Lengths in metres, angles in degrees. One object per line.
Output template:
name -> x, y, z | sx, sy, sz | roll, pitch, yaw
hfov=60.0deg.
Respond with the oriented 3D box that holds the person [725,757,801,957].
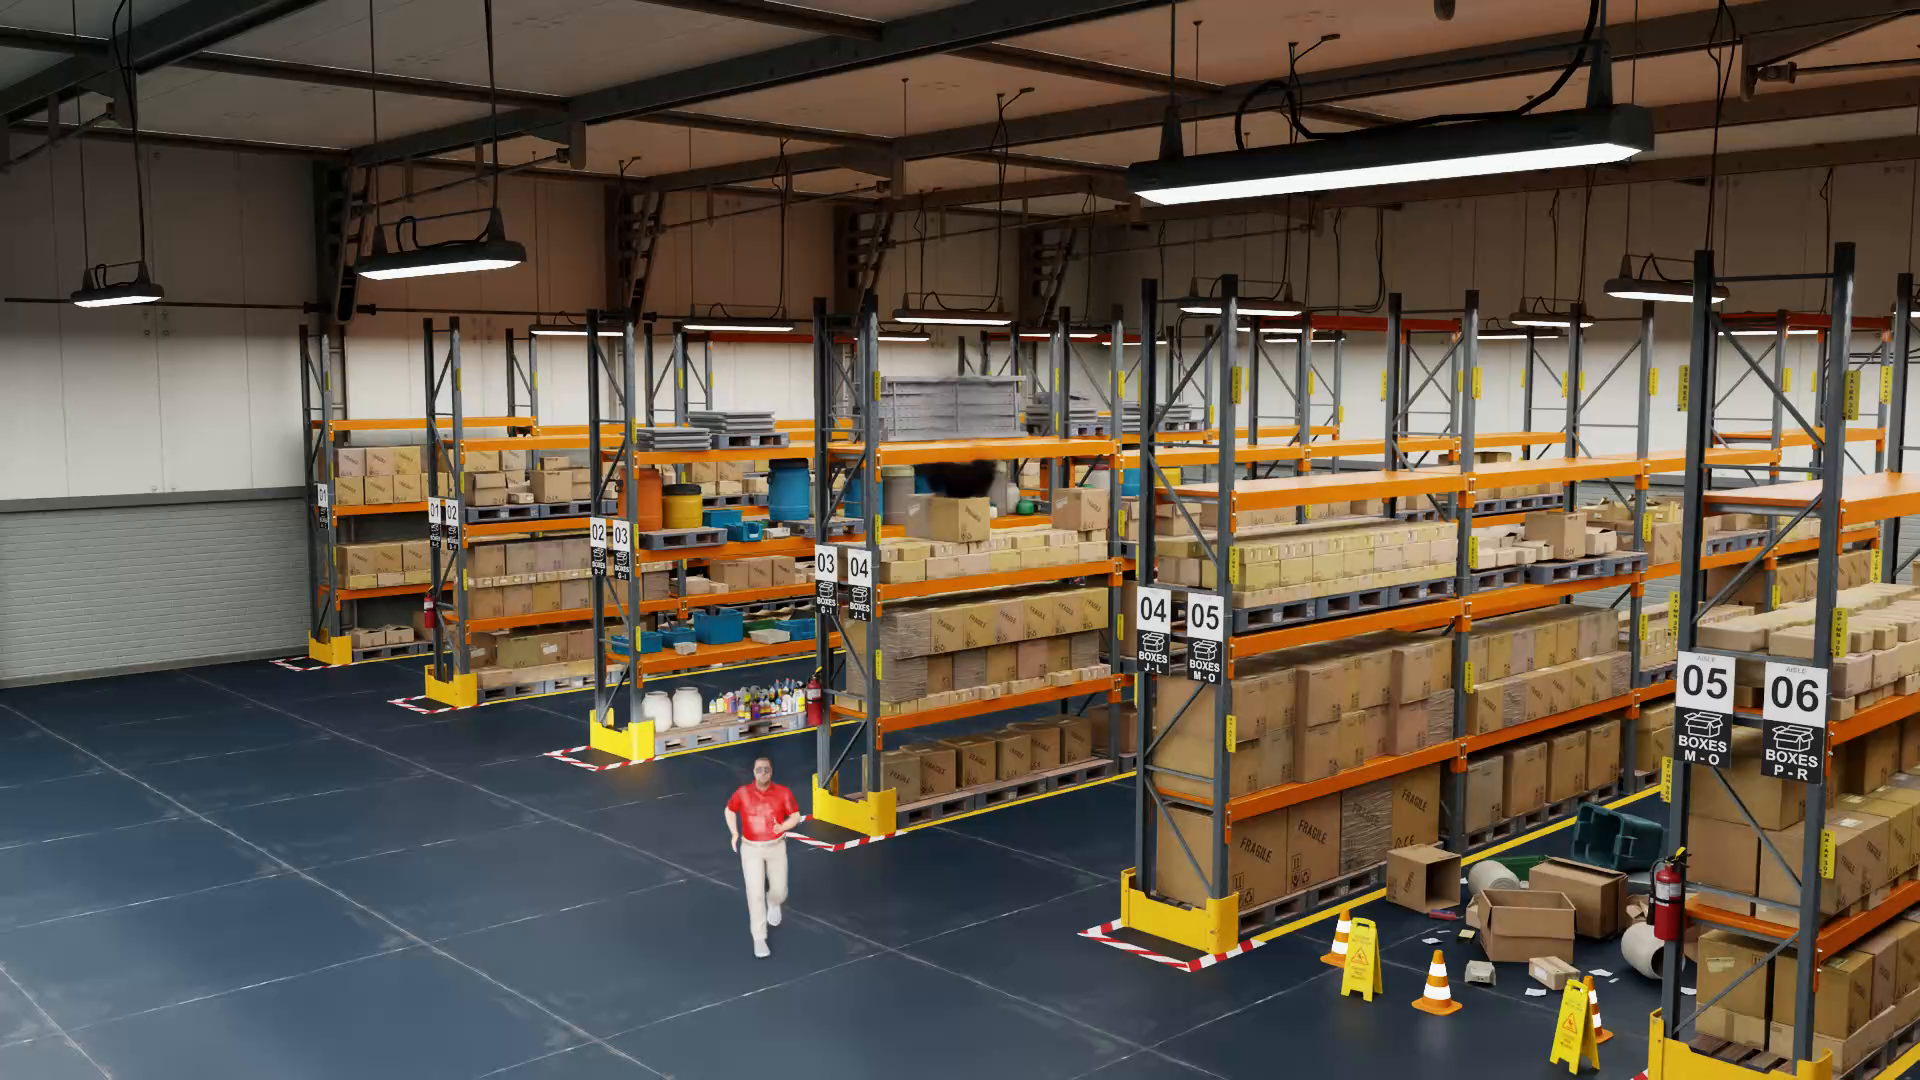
person -> -1.775, 2.803, 15.010 | 0.676, 1.691, 0.906 | -1, 6, -10
